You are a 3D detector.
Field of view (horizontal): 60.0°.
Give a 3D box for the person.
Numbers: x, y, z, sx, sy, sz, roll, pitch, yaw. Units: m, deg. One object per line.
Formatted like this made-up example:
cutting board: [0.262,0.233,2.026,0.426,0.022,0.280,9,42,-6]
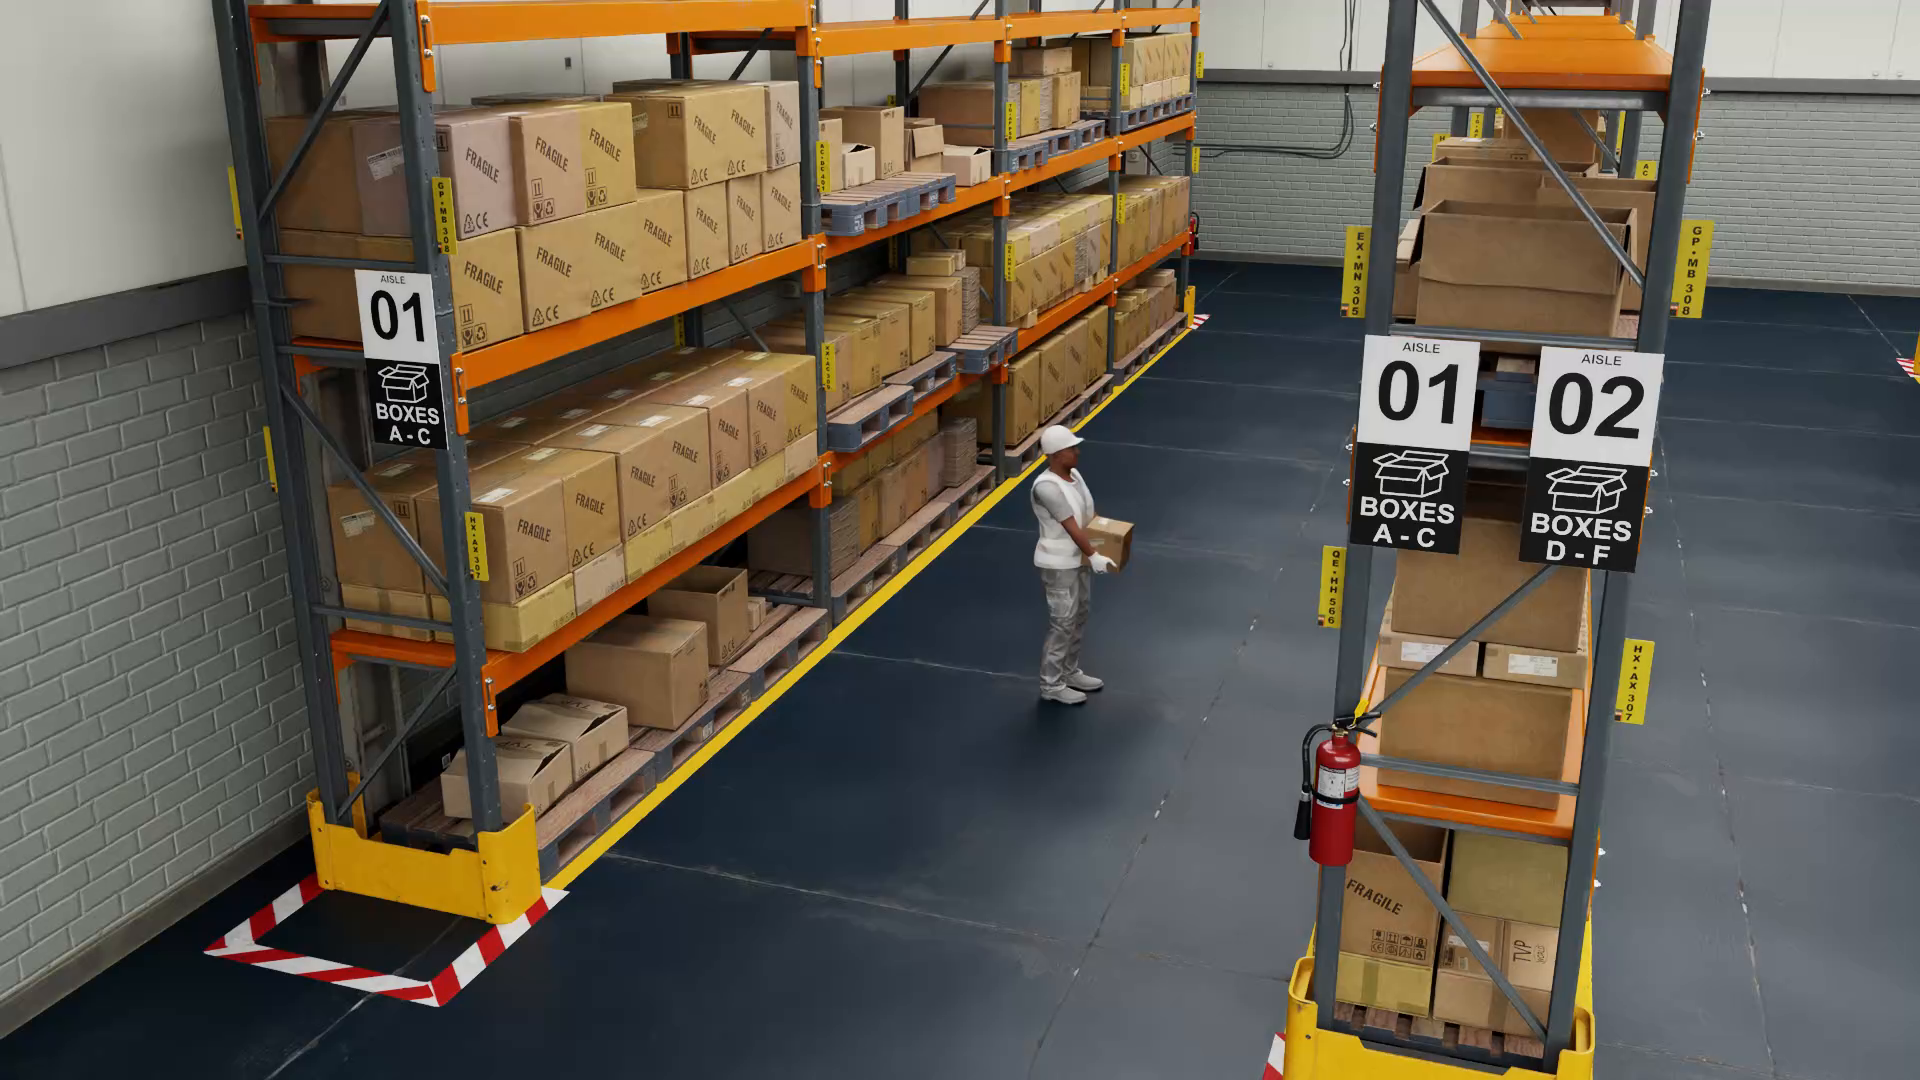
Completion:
person: [0.759,0.152,10.582,0.575,1.778,0.487,6,20,19]
